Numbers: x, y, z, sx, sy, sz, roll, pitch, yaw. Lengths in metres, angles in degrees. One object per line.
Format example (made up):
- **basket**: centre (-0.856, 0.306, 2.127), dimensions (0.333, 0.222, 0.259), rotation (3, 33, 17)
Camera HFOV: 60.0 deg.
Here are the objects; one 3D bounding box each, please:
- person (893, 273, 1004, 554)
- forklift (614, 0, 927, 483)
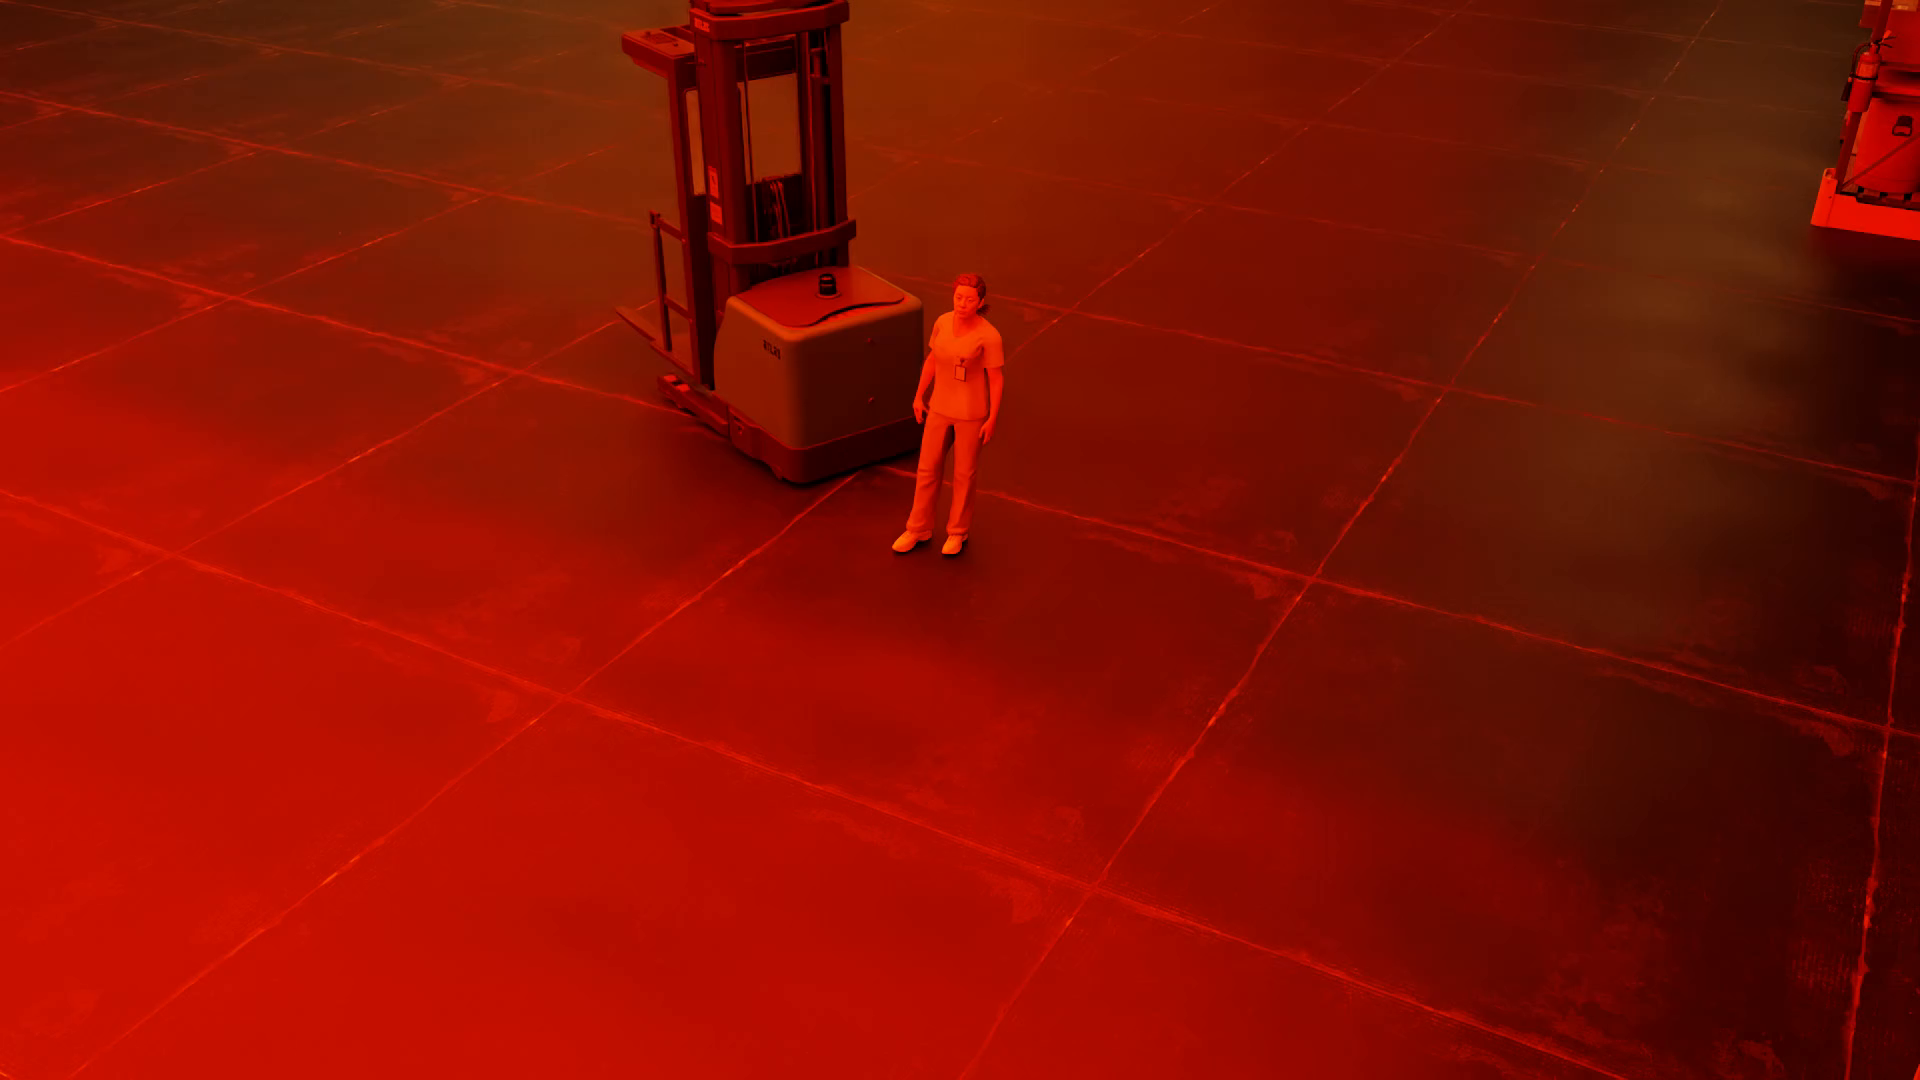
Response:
- **person**: centre (-0.047, -0.703, 9.530), dimensions (0.549, 1.675, 0.549), rotation (15, 33, 25)
- **forklift**: centre (-1.474, -2.313, 11.078), dimensions (1.130, 2.935, 3.031), rotation (-19, 35, -30)
